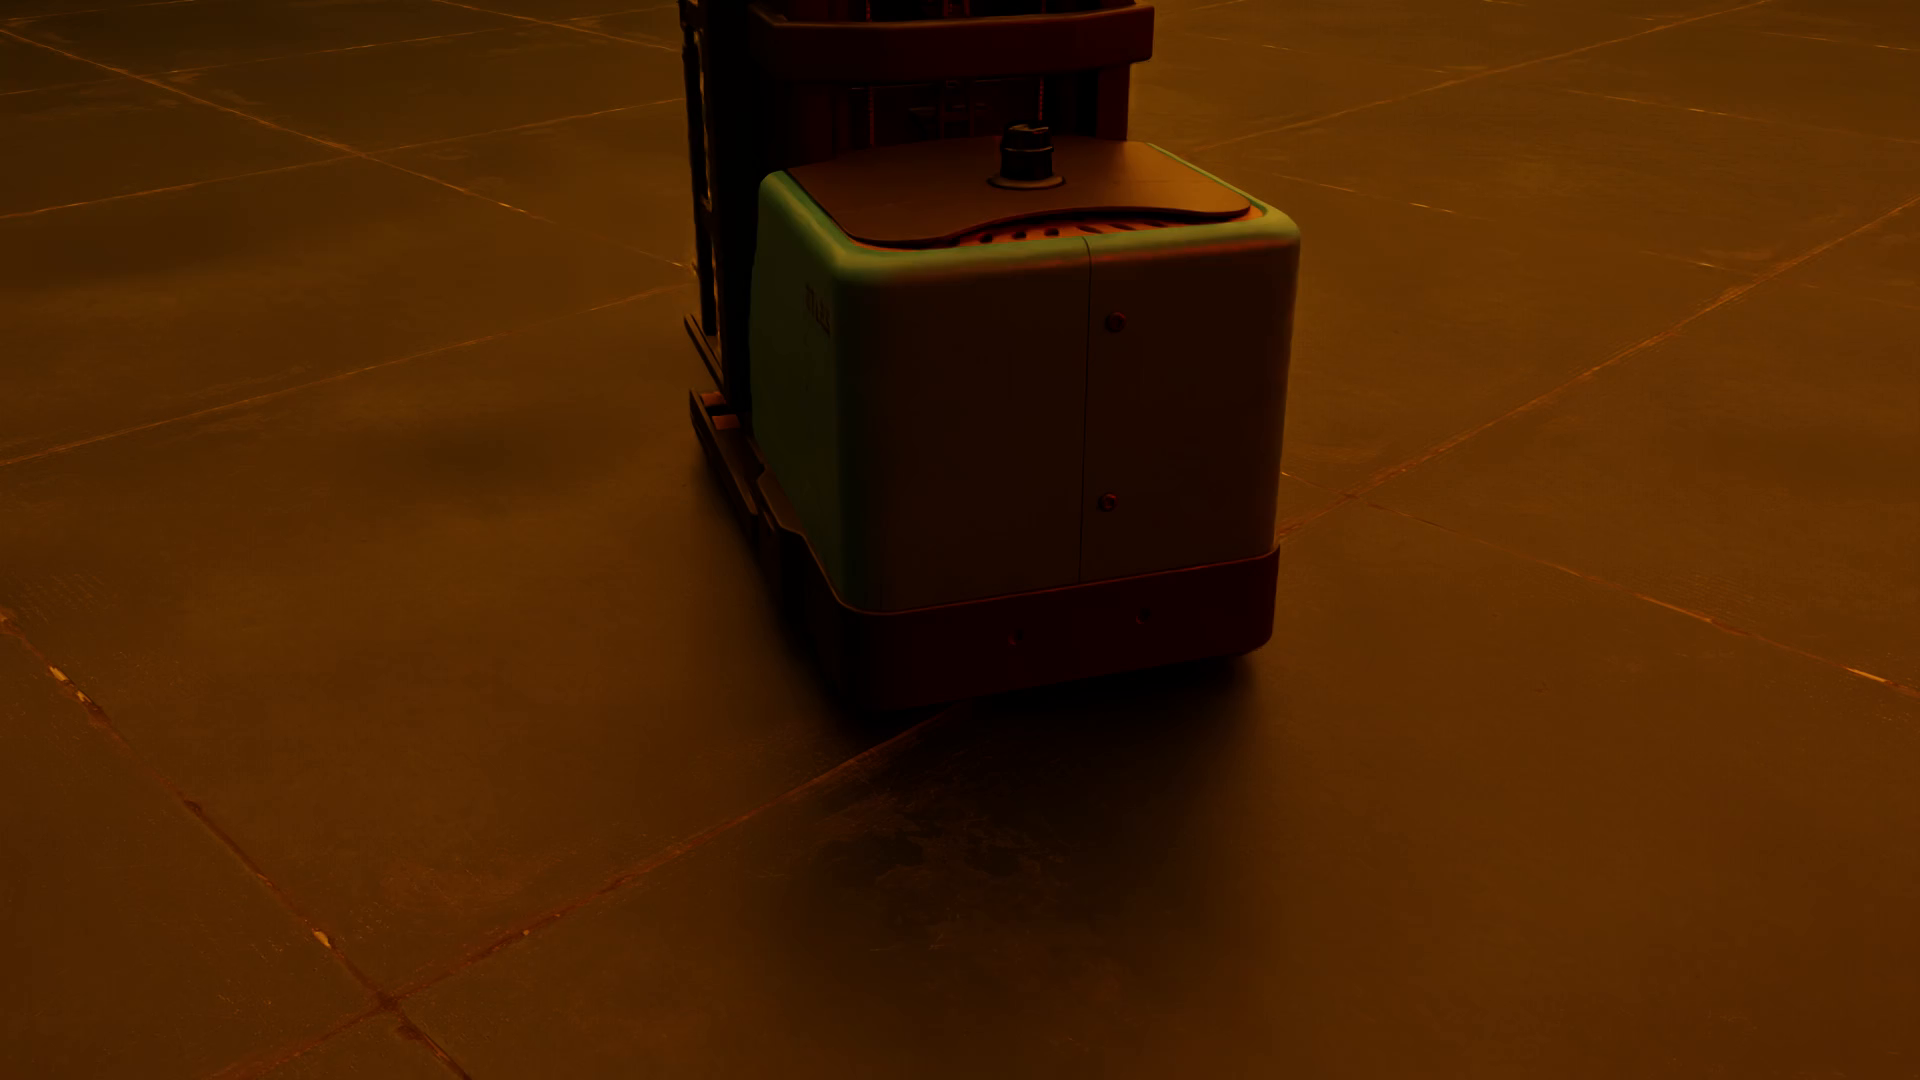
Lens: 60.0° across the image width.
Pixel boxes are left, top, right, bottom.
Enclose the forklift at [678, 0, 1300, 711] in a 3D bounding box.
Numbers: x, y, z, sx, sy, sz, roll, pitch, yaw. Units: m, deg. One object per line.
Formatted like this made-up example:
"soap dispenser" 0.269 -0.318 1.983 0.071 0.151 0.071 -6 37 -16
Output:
"forklift" -0.199 -1.572 4.419 1.130 2.935 3.031 -8 27 -16
